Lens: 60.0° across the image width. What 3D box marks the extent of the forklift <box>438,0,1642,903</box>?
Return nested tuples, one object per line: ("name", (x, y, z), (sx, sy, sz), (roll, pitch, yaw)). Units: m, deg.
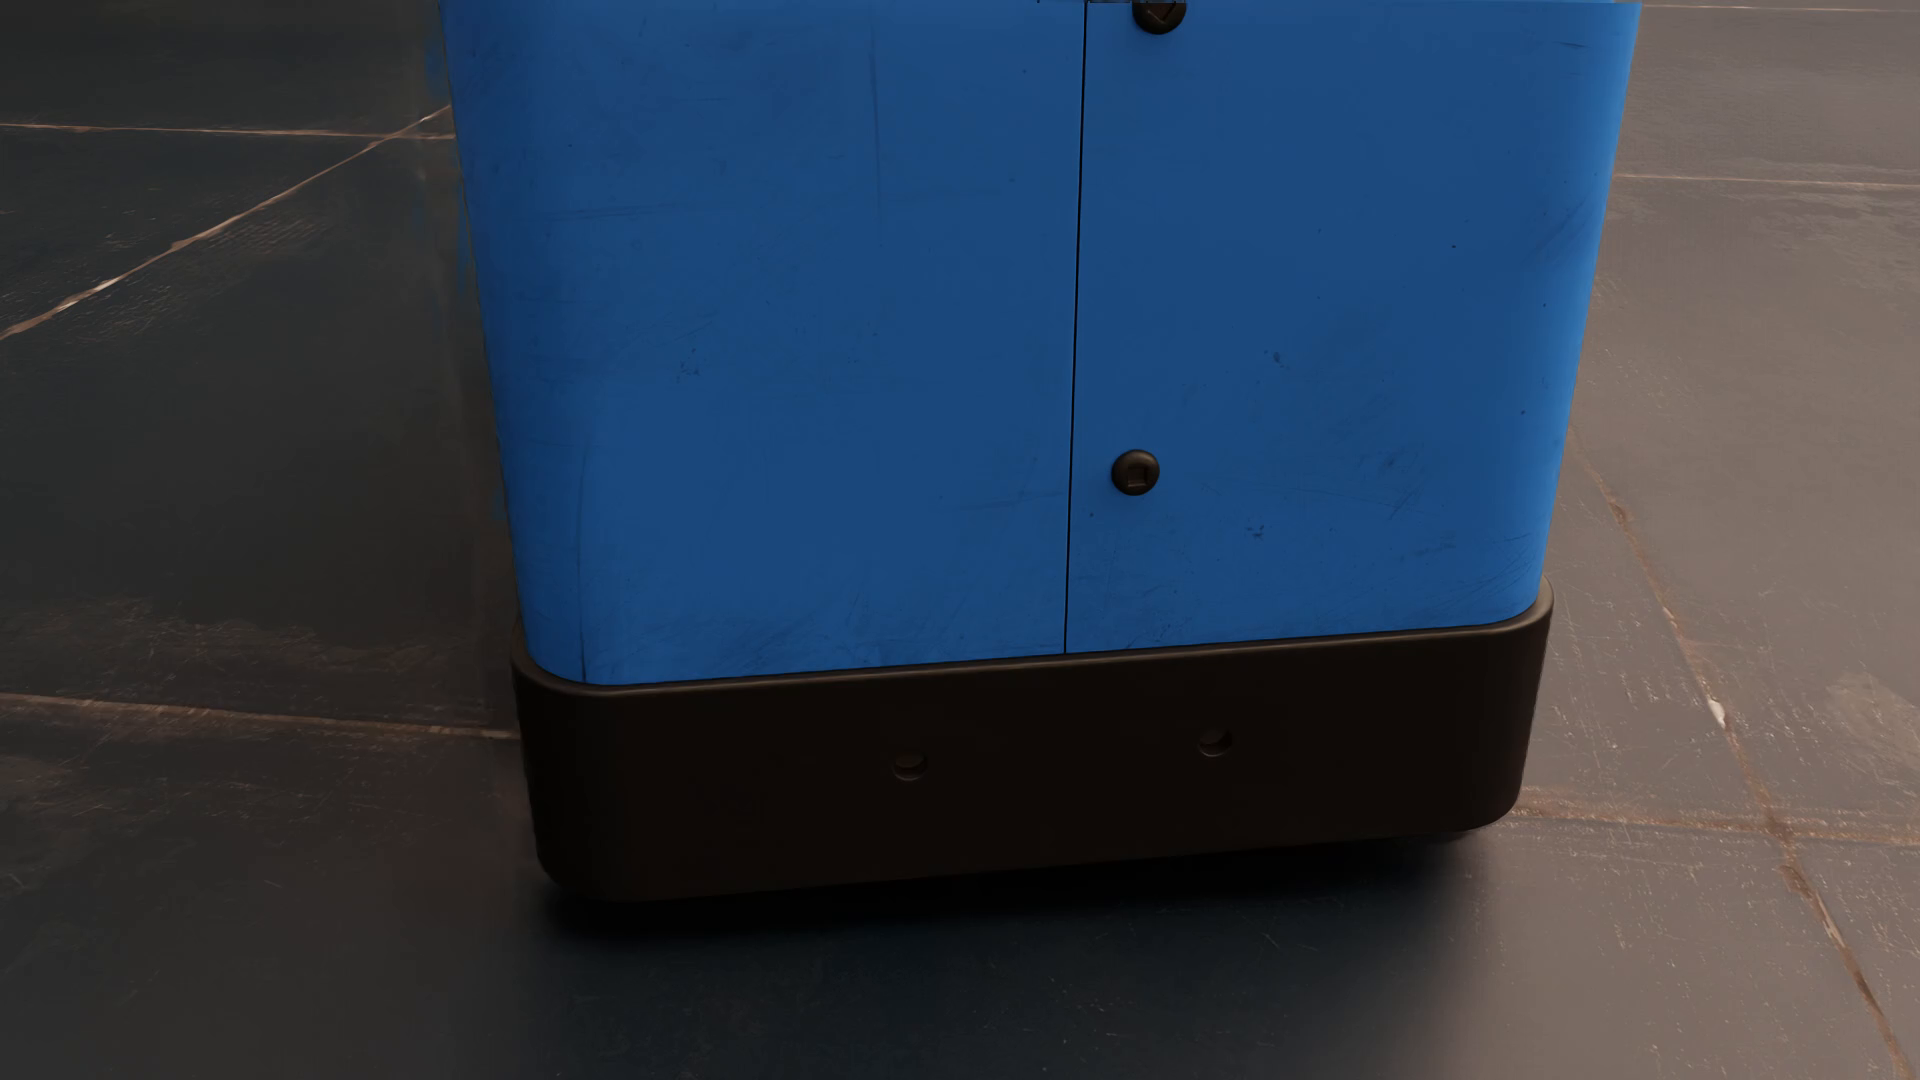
("forklift", (-0.105, -1.587, 2.398), (1.130, 2.935, 3.031), (-4, 27, -7))
